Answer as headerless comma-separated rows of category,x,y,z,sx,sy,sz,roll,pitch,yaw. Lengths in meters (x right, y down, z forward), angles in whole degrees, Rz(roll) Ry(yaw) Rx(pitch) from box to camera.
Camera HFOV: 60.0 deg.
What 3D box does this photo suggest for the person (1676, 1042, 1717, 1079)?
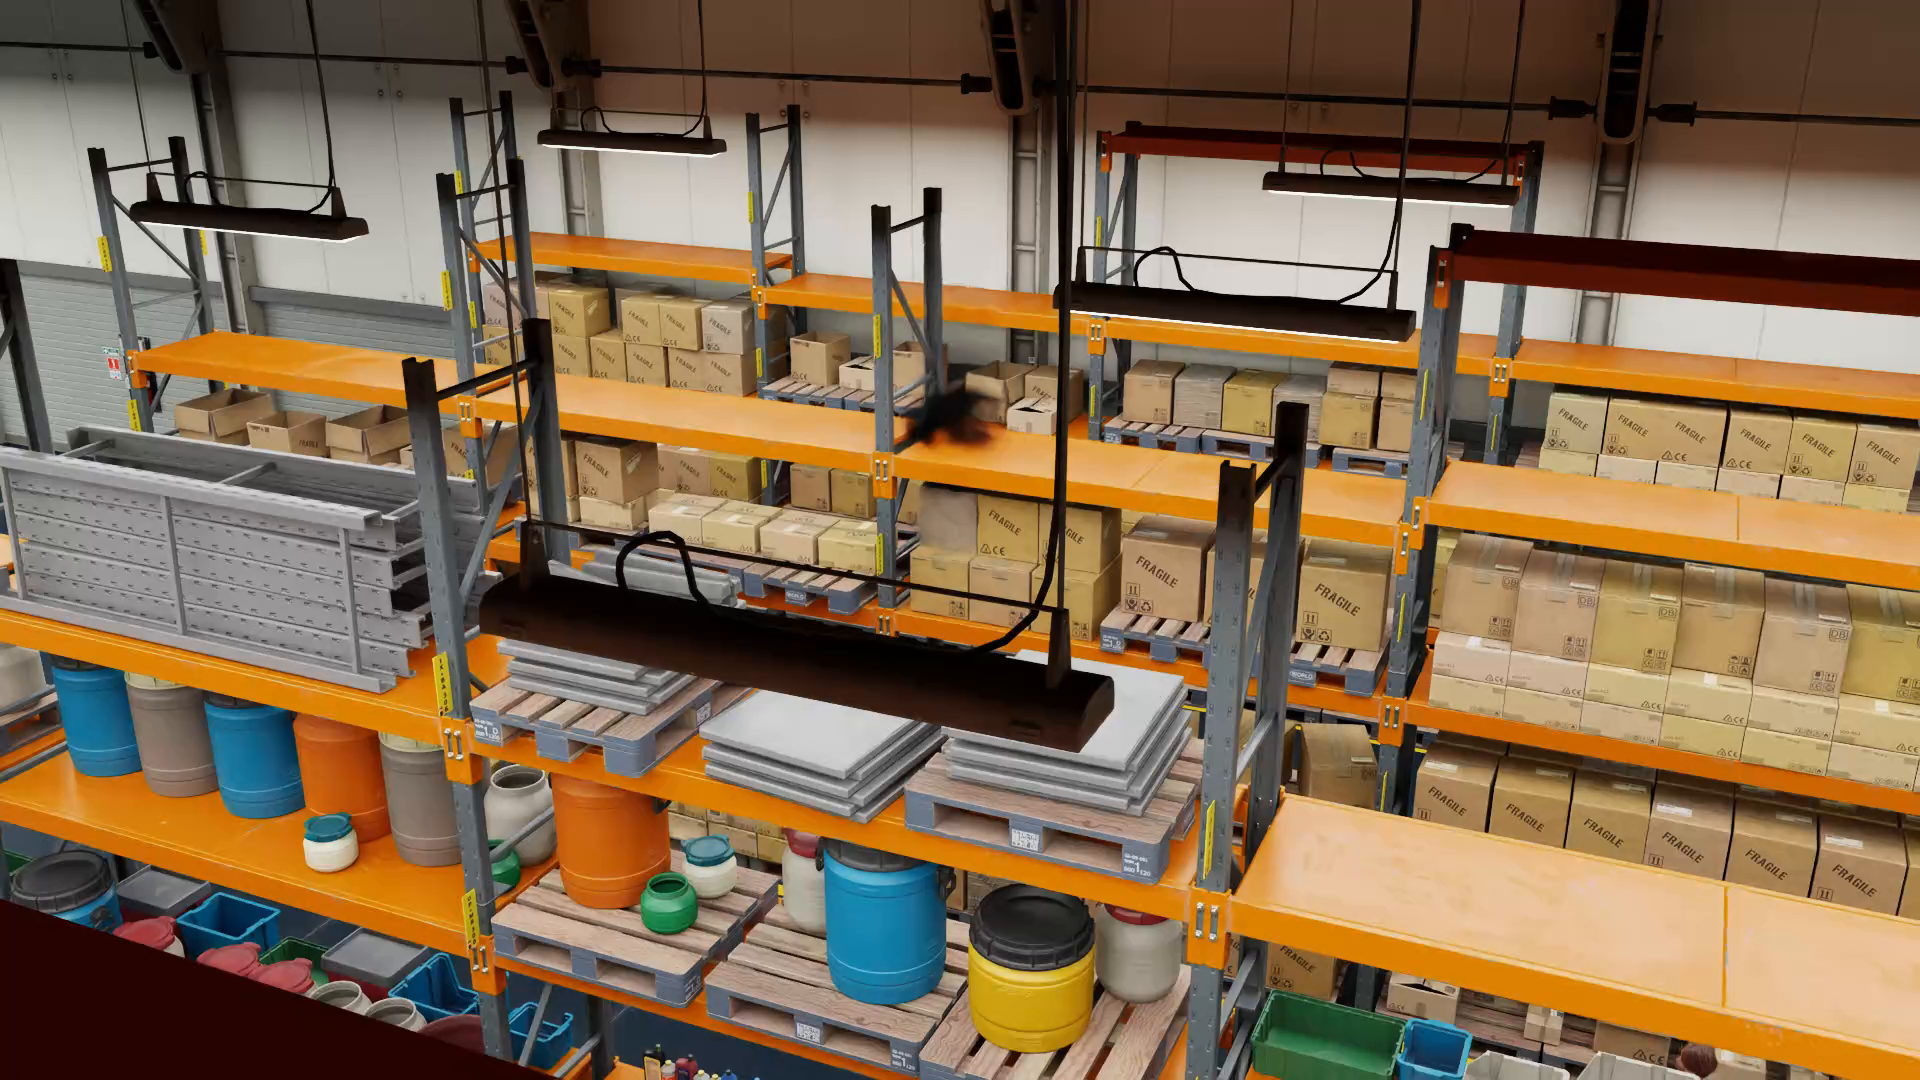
person,4.631,3.807,10.377,0.578,1.557,0.524,5,21,13
